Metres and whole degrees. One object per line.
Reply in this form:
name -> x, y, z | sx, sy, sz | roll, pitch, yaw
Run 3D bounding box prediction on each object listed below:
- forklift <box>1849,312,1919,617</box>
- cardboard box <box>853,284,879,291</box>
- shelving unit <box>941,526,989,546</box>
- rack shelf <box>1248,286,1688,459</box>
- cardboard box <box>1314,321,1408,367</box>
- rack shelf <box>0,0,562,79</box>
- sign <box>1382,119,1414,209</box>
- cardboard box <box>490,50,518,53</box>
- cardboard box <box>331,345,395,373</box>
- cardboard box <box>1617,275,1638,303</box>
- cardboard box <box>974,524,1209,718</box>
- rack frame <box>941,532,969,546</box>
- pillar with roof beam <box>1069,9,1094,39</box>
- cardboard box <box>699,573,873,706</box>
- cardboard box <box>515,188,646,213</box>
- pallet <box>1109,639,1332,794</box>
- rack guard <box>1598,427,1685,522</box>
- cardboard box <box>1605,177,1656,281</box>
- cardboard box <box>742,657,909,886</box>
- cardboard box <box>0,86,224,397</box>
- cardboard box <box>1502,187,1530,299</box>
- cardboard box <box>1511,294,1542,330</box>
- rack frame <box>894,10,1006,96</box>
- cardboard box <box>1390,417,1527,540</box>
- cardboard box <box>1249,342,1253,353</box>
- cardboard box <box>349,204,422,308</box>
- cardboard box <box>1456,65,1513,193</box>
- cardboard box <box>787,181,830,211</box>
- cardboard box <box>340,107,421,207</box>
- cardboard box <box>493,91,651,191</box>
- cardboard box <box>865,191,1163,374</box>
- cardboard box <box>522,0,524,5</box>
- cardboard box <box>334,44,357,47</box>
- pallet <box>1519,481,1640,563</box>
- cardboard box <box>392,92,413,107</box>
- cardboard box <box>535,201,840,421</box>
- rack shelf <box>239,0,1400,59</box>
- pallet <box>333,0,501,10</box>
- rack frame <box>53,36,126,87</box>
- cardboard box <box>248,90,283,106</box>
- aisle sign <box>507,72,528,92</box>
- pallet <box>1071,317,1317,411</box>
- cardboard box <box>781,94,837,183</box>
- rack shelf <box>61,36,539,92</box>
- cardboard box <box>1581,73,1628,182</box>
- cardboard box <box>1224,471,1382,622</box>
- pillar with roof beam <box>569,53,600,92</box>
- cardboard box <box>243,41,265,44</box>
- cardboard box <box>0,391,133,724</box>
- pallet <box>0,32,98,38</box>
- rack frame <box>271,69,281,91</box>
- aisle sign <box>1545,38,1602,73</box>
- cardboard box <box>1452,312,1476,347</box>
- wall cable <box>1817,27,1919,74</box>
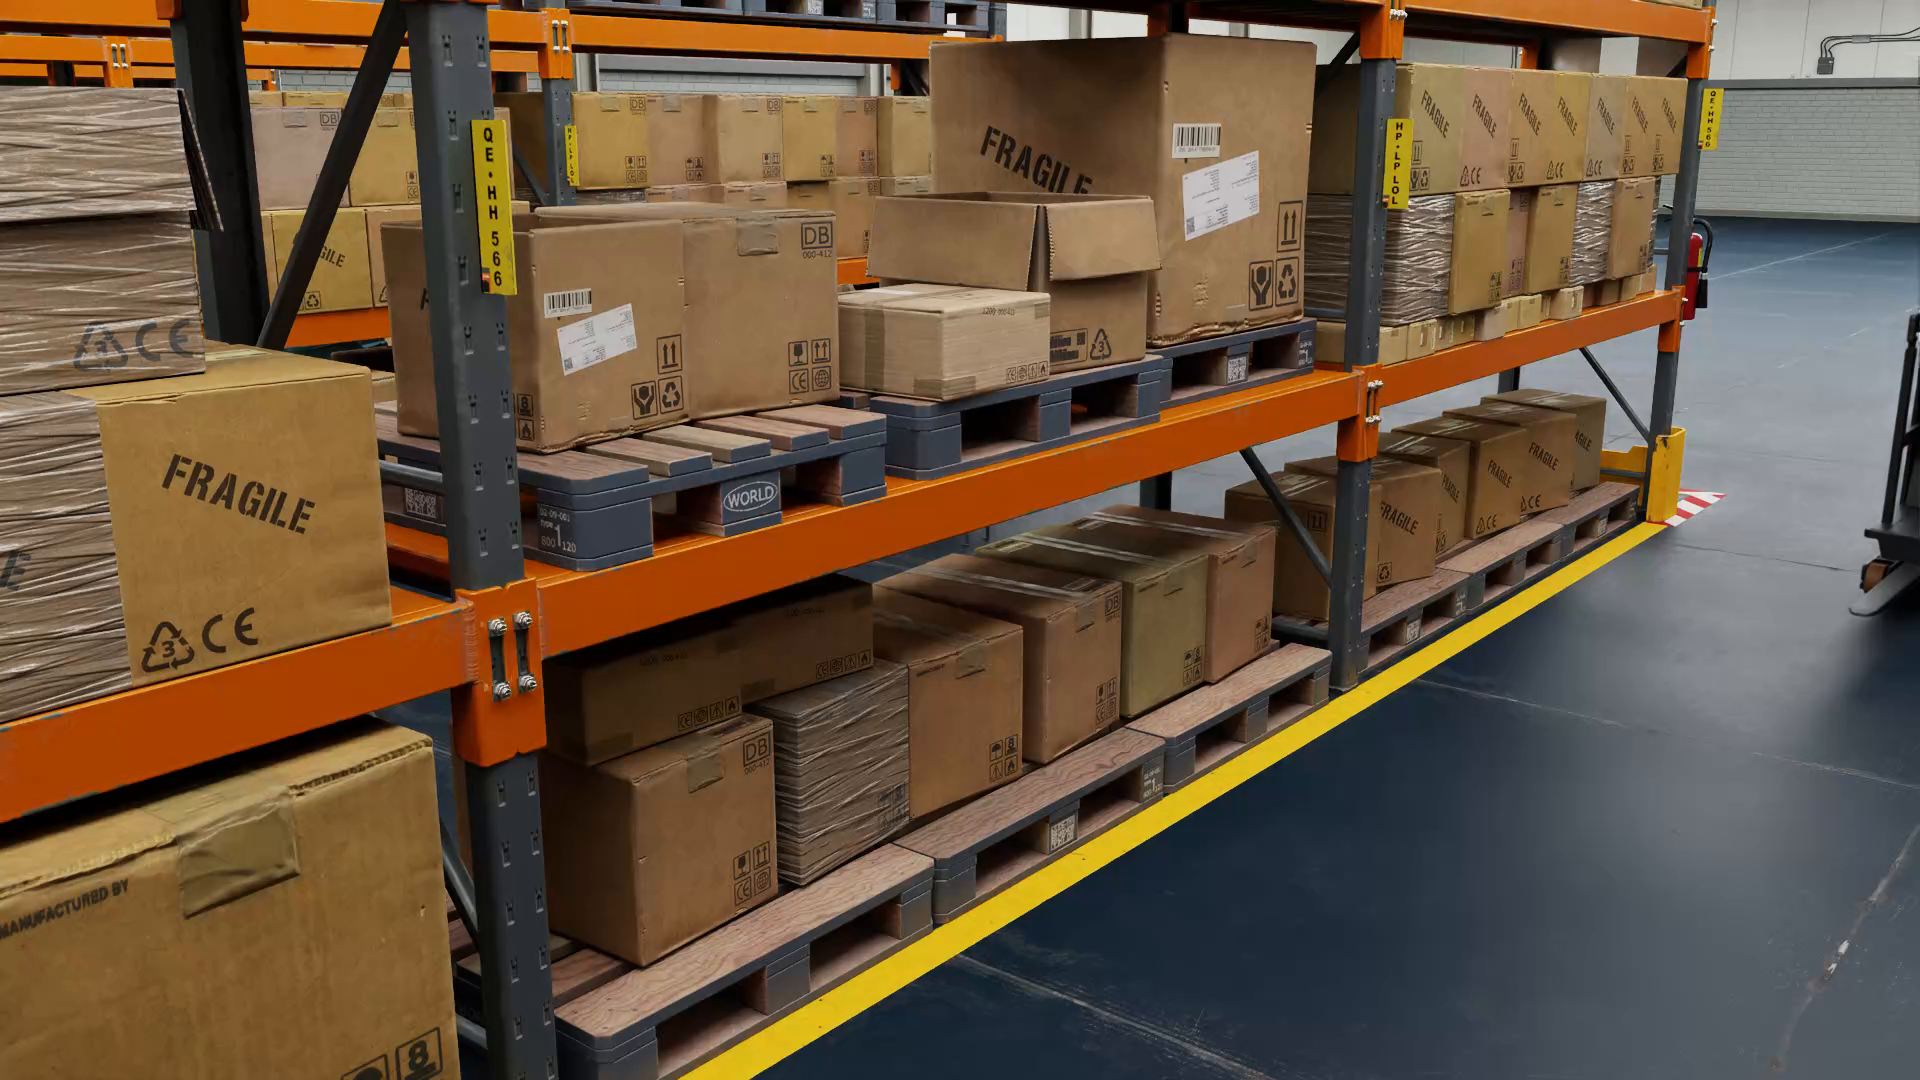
forklift -> 5.001, -1.125, 7.599 | 1.130, 2.935, 3.031 | 12, 19, 39
cardboard box -> -1.013, -1.340, 11.767 | 0.875, 0.875, 0.875 | 11, 18, 37
shelving unit -> 0.009, -0.584, 8.986 | 0.258, 1.200, 0.189 | 11, 18, 38
rack shelf -> 2.450, -0.956, 8.256 | 1.077, 0.370, 4.000 | 11, 18, 38
cardboard box -> 1.562, -0.795, 6.670 | 0.380, 0.149, 0.250 | 11, 18, 38
rack shelf -> -3.858, -2.431, 7.969 | 1.077, 0.370, 4.000 | 11, 18, 38
sign -> 1.627, -1.398, 6.182 | 0.100, 0.325, 0.005 | 11, 18, 38
cardboard box -> -4.138, -4.389, 14.727 | 0.380, 0.149, 0.250 | 11, 18, 38
cardboard box -> -2.921, -0.689, 9.460 | 1.050, 0.750, 0.750 | 11, 18, 37
cardboard box -> 3.414, -1.376, 8.958 | 0.380, 0.149, 0.250 | 11, 18, 38
cardboard box -> 0.476, 0.279, 6.116 | 0.700, 0.500, 0.500 | 11, 18, 37
rack frame -> -0.048, -0.567, 8.917 | 0.240, 1.200, 0.006 | 11, 18, 38
pillar with roof beam -> 5.659, -9.684, 28.965 | 9.100, 9.000, 0.400 | 11, 18, 38
cardboard box -> -0.597, 0.243, 4.735 | 0.500, 0.250, 0.500 | -14, 20, -43
cardboard box -> -2.378, -1.854, 10.024 | 0.875, 0.550, 0.550 | 11, 18, 38
pallet -> 0.705, 0.579, 6.415 | 1.003, 0.211, 1.213 | 11, 18, 38
rack guard -> 3.660, -0.462, 9.926 | 1.175, 0.500, 0.348 | 11, 18, 38
cardboard box -> 3.119, -1.665, 8.778 | 0.875, 0.500, 0.500 | 11, 18, 38
cardboard box -> -0.576, 0.603, 4.841 | 0.700, 0.500, 0.500 | 9, 17, 33
cardboard box -> -1.793, -0.553, 2.967 | 0.797, 0.503, 0.637 | 12, 19, 39
cardboard box -> 2.102, -1.393, 7.706 | 0.875, 0.500, 0.500 | 11, 18, 38
cardboard box -> 2.495, -1.084, 7.809 | 0.380, 0.149, 0.250 | 11, 18, 38
rack frame -> -0.087, -2.475, 12.773 | 1.000, 3.000, 0.127 | 11, 18, 38
cardboard box -> 2.545, -0.326, 8.539 | 0.500, 0.500, 0.500 | 14, 20, 43
cardboard box -> 1.100, -0.887, 7.032 | 0.380, 0.149, 0.250 | 11, 18, 38
cardboard box -> -3.039, -1.519, 8.808 | 0.500, 0.500, 0.500 | 11, 18, 37
cardboard box -> 1.987, -1.742, 7.050 | 0.500, 0.500, 0.500 | 11, 18, 38
cardboard box -> -1.364, -2.165, 11.249 | 0.875, 0.550, 0.500 | 11, 18, 38
cardboard box -> -3.230, -2.047, 8.855 | 0.700, 0.500, 0.500 | 11, 18, 37
cardboard box -> -2.342, -2.370, 9.863 | 0.875, 0.550, 0.550 | 11, 18, 38
cardboard box -> 0.176, -0.829, 5.232 | 0.797, 0.503, 0.637 | 14, 20, 43
cardboard box -> -3.984, -4.830, 14.841 | 0.380, 0.149, 0.250 | 11, 18, 38
cardboard box -> -5.156, -4.105, 13.608 | 0.380, 0.149, 0.250 | 11, 18, 38
pallet -> 3.122, -0.172, 9.370 | 1.003, 0.211, 1.213 | 11, 18, 38
cardboard box -> -4.716, -3.558, 14.198 | 0.700, 0.500, 0.500 | 11, 18, 37
cardboard box -> -0.739, -0.640, 4.494 | 0.500, 0.500, 0.700 | -13, 19, -41
rack shelf -> -0.064, -1.644, 4.871 | 1.077, 0.370, 4.000 | 11, 18, 38
pallet -> -3.139, -2.887, 8.691 | 0.805, 0.209, 1.217 | 10, 18, 35
rack frame -> -6.515, -2.455, 12.697 | 1.000, 3.000, 0.127 | 11, 18, 38
cardboard box -> -5.731, -3.278, 13.096 | 0.700, 0.500, 0.500 | 11, 18, 38
aisle sign -> -4.203, -4.541, 15.628 | 0.394, 0.787, 0.004 | 11, 18, 38
pallet -> 0.600, -0.705, 6.196 | 1.003, 0.211, 1.213 | 11, 18, 38
cardboard box -> -1.314, -2.678, 11.076 | 0.875, 0.550, 0.500 | 11, 18, 38
rack shelf -> -5.258, -3.944, 13.924 | 1.077, 0.370, 4.000 | 11, 18, 38
cardboard box -> 2.928, -2.030, 8.182 | 0.500, 0.500, 0.500 | 11, 18, 38
cardboard box -> 1.476, 0.016, 7.193 | 0.500, 0.500, 0.500 | 11, 18, 36
pillar with roof beam -> -1.883, -7.386, 19.919 | 9.100, 9.000, 0.400 | 11, 18, 38
cardboard box -> -5.662, -3.957, 13.026 | 0.380, 0.149, 0.250 | 12, 19, 39
cardboard box -> -1.756, 0.023, 2.737 | 0.500, 0.500, 0.500 | 11, 18, 37
pallet -> -6.985, -3.717, 11.950 | 1.213, 0.211, 1.003 | 11, 18, 38
rack frame -> -7.864, -3.989, 18.733 | 1.000, 3.000, 0.127 | 11, 18, 38
aisle sign -> 3.513, -3.006, 9.585 | 0.394, 0.787, 0.004 | 11, 18, 38
cardboard box -> 2.015, -0.942, 7.250 | 0.380, 0.149, 0.250 | 11, 18, 38
wall cable -> 20.107, -13.184, 35.836 | 2.305, 6.003, 0.169 | 11, 18, 38
